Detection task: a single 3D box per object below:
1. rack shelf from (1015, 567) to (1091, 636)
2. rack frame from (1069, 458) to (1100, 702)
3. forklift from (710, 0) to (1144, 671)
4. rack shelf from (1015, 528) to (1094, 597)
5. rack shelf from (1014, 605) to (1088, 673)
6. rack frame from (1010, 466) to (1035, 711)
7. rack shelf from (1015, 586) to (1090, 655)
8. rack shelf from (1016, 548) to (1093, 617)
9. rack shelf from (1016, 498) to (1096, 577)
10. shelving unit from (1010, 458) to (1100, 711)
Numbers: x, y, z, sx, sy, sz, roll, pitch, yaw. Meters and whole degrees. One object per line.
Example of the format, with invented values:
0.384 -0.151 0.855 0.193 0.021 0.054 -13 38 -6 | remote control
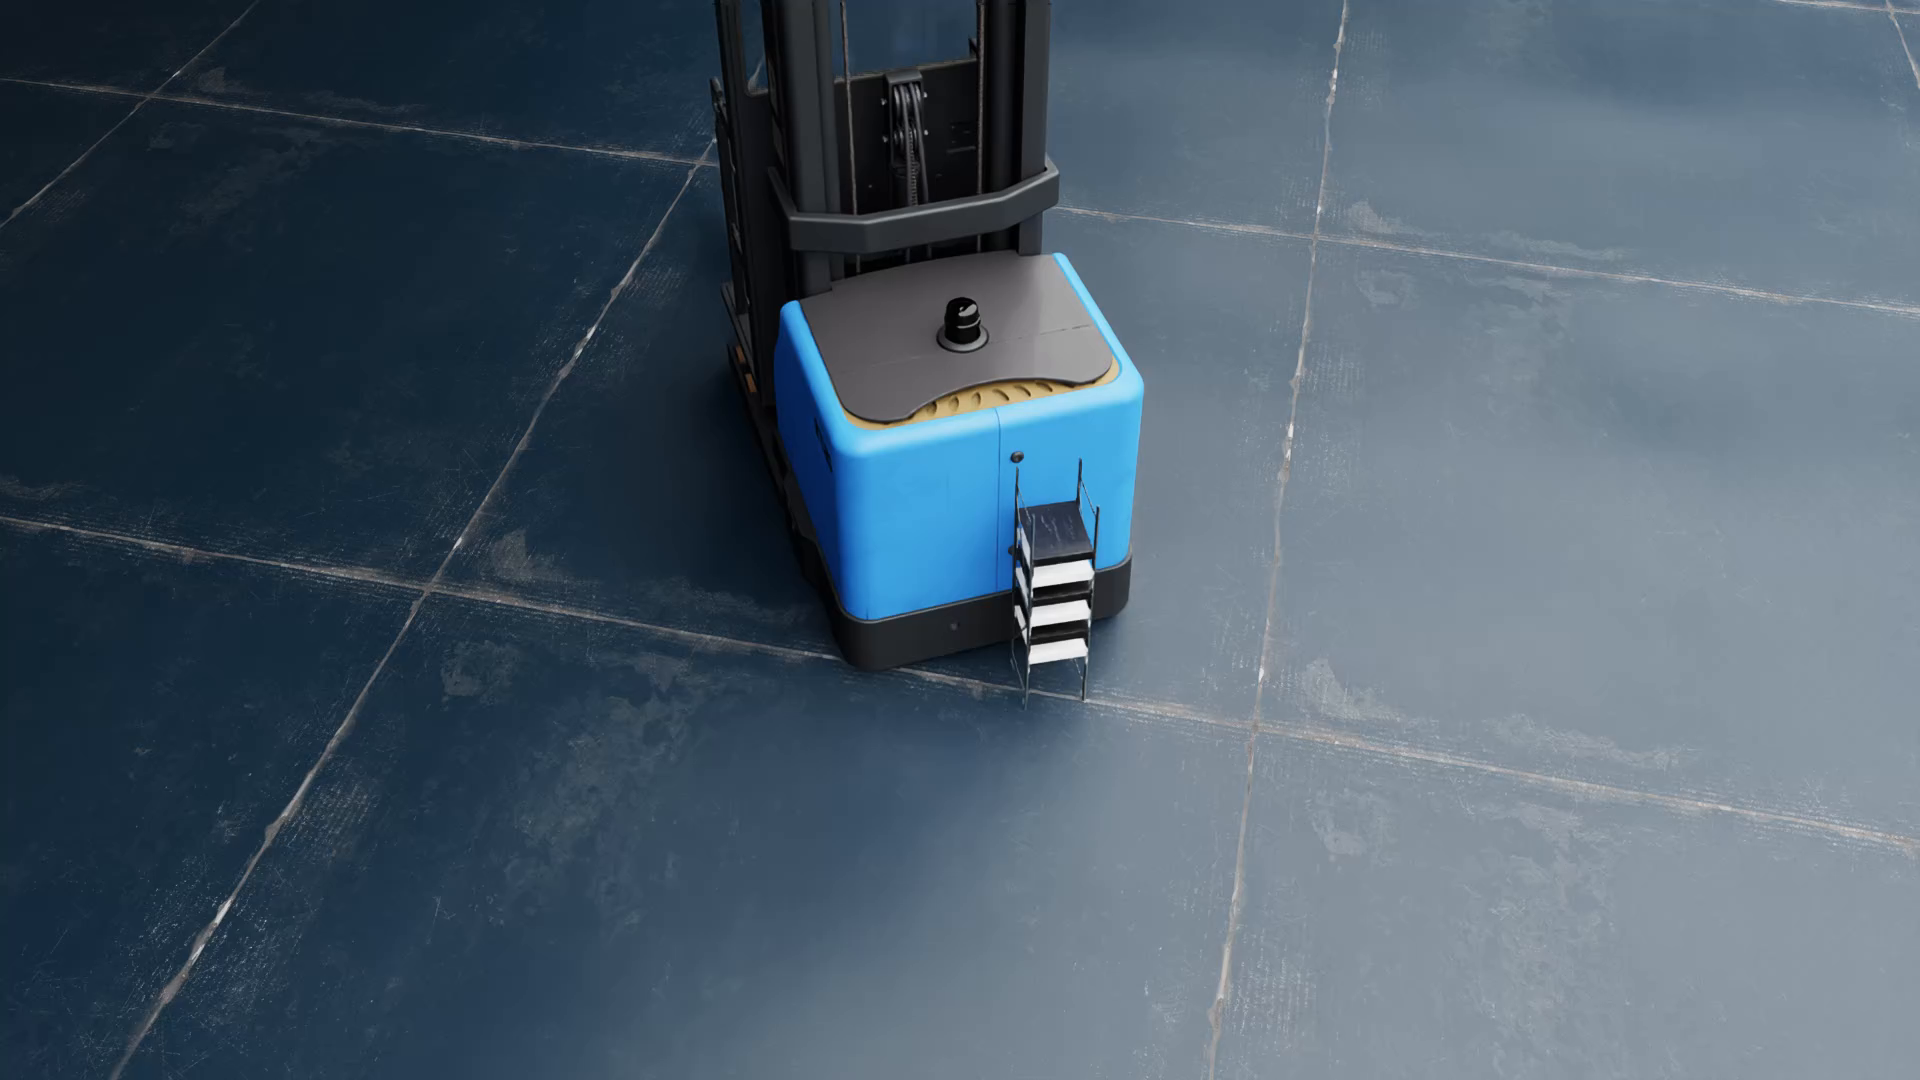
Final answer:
0.300 0.185 5.457 0.200 0.077 0.258 -8 44 -8 | rack shelf
0.400 0.148 5.448 0.006 0.900 0.240 -8 44 -8 | rack frame
-0.327 -1.649 5.849 1.130 2.935 3.031 -12 45 -12 | forklift
0.300 0.056 5.332 0.200 0.077 0.258 -8 44 -8 | rack shelf
0.300 0.315 5.581 0.200 0.077 0.258 -8 44 -8 | rack shelf
0.200 0.175 5.419 0.006 0.900 0.240 -8 44 -8 | rack frame
0.300 0.250 5.519 0.200 0.077 0.258 -8 44 -8 | rack shelf
0.300 0.121 5.394 0.200 0.077 0.258 -8 44 -8 | rack shelf
0.300 -0.009 5.269 0.200 0.077 0.258 -8 44 -8 | rack shelf
0.300 0.161 5.433 0.210 0.900 0.258 -8 44 -8 | shelving unit
